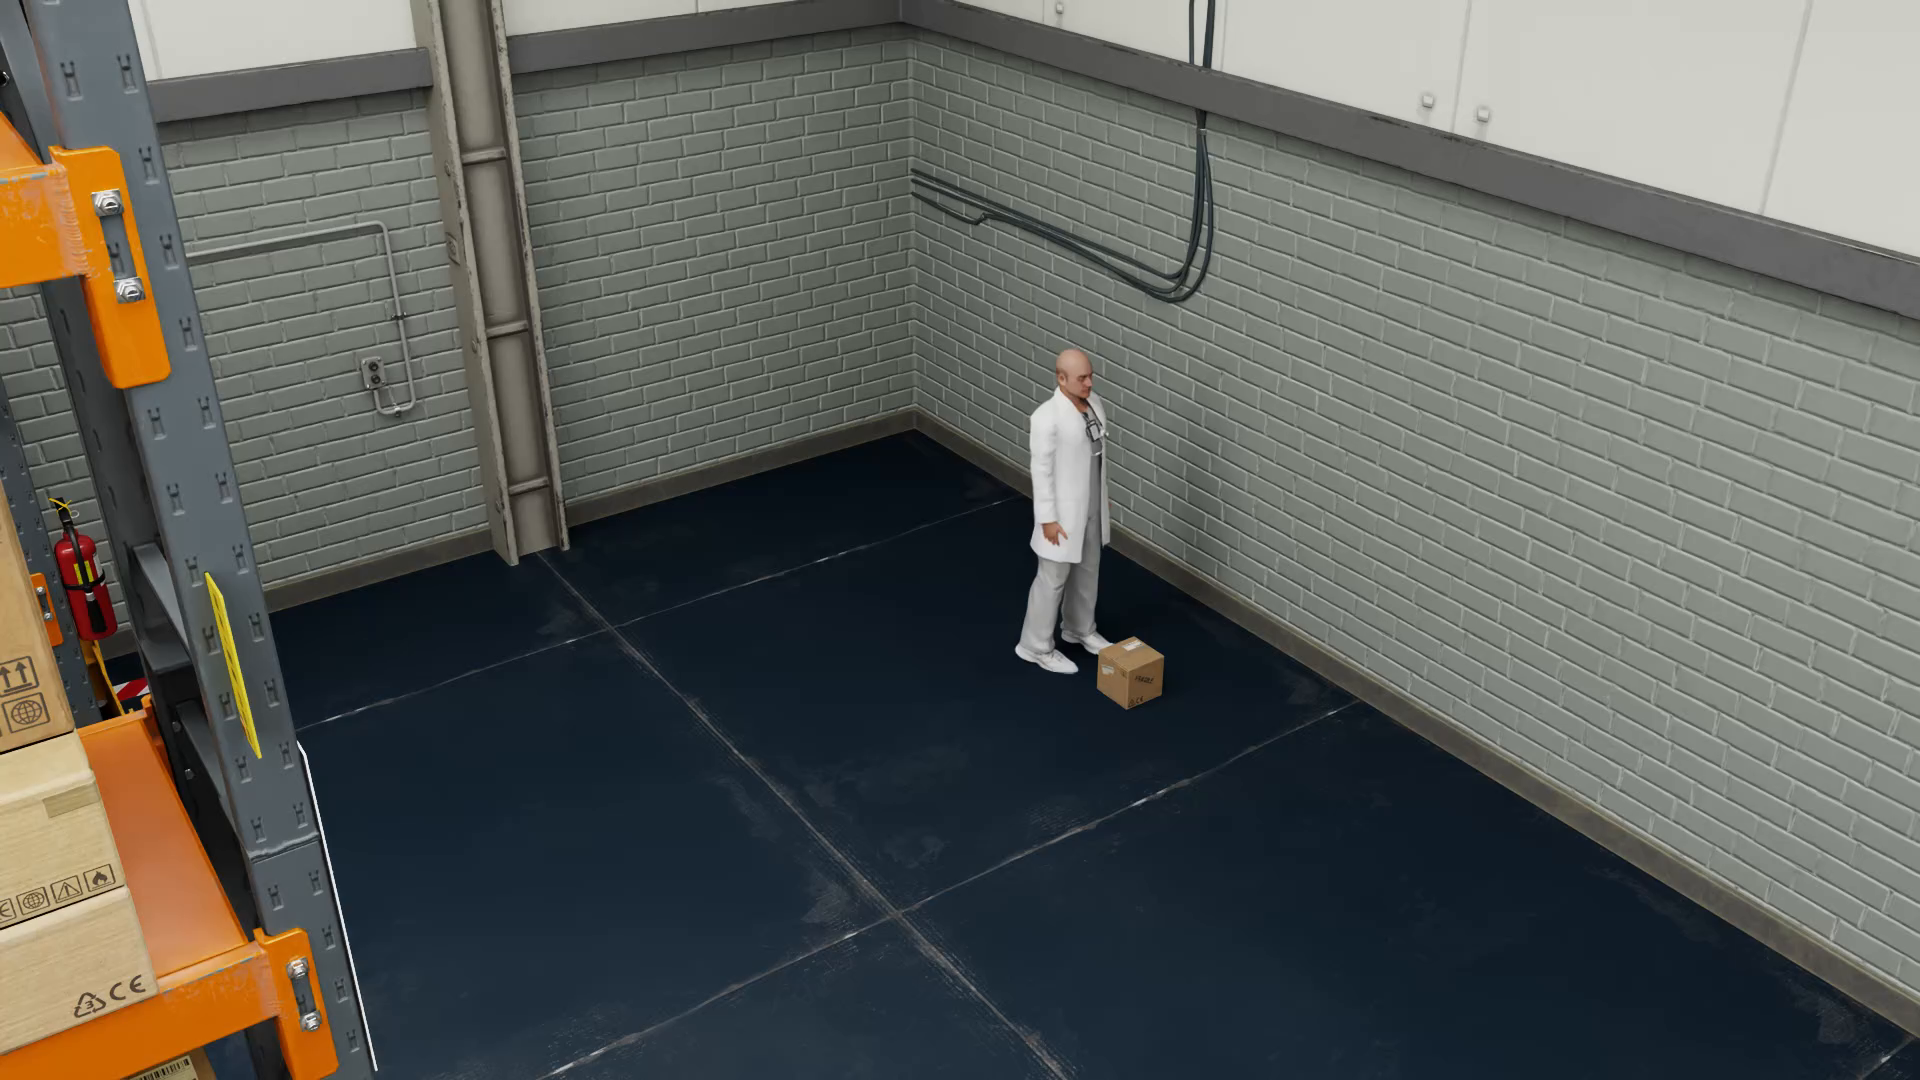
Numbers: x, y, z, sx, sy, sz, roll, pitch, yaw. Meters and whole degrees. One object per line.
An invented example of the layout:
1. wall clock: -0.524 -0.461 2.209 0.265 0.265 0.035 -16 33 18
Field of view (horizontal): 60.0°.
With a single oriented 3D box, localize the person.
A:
1. person: 0.649 -0.150 8.927 0.436 1.818 0.624 23 36 36
